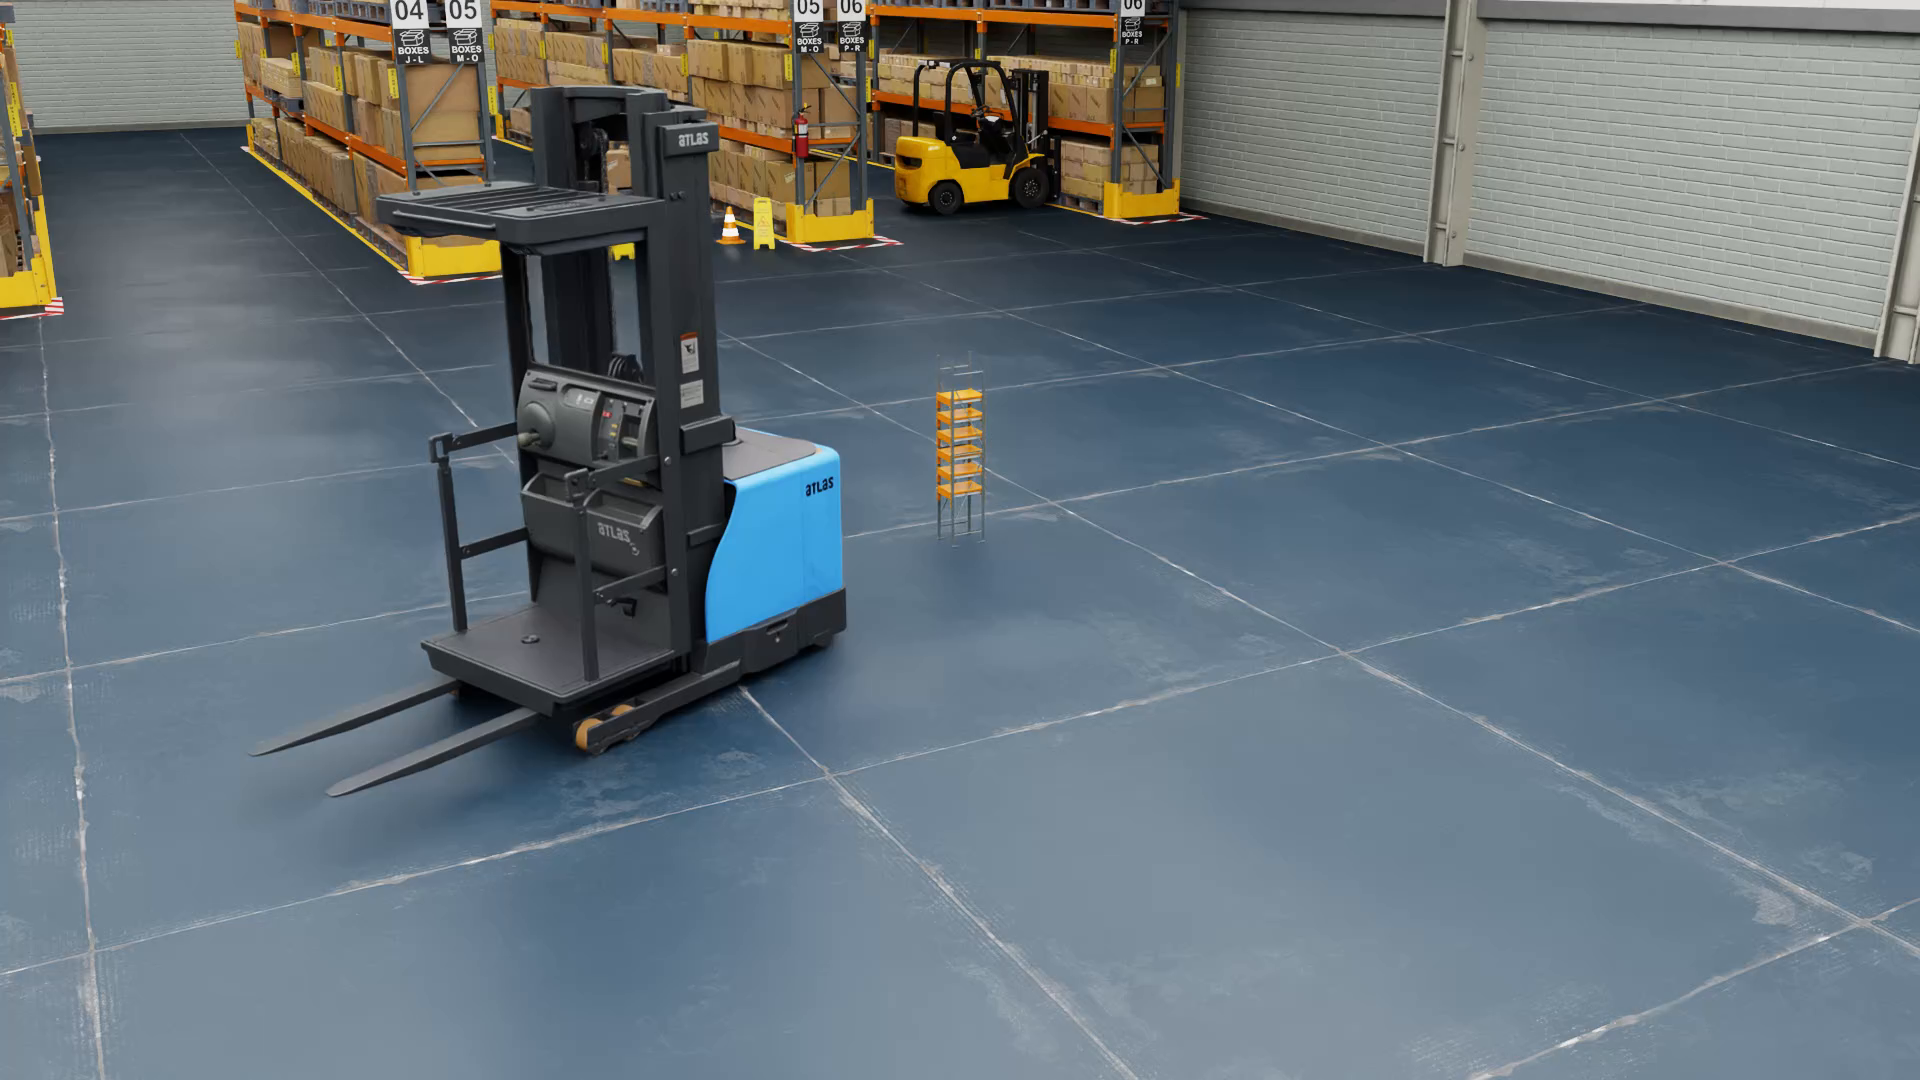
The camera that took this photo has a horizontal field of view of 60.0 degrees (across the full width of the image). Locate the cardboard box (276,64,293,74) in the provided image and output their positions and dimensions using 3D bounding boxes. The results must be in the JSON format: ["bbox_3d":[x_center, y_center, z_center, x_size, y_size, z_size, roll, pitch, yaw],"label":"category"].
[{"bbox_3d":[-10.928,-7.678,27.114,0.380,0.149,0.250,-10,21,-27],"label":"cardboard box"}]

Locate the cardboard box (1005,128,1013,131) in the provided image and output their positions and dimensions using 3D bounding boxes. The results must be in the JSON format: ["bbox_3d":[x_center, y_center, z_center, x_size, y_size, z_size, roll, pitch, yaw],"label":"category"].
[{"bbox_3d":[0.717,-6.555,27.068,0.500,0.250,0.500,-10,22,-27],"label":"cardboard box"}]

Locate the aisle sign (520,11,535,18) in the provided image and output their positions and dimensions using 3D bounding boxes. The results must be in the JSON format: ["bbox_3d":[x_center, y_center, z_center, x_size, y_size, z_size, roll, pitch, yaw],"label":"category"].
[{"bbox_3d":[-9.062,-11.344,34.921,0.394,0.787,0.004,-10,21,-27],"label":"aisle sign"}]

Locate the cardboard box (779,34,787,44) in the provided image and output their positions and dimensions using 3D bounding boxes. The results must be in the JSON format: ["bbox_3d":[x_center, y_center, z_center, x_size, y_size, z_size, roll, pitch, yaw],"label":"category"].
[{"bbox_3d":[-3.508,-10.561,35.262,0.500,0.500,0.500,-11,22,-28],"label":"cardboard box"}]

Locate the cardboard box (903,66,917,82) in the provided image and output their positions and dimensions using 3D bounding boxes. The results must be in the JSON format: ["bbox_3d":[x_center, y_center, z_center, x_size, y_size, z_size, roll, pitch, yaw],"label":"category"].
[{"bbox_3d":[-0.671,-8.223,29.325,0.500,0.250,0.500,-11,22,-28],"label":"cardboard box"}]

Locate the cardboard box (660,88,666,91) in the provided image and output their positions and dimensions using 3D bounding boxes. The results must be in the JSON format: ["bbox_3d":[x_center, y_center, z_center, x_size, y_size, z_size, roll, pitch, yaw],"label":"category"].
[{"bbox_3d":[-4.478,-7.005,26.076,0.380,0.149,0.250,-10,21,-26],"label":"cardboard box"}]

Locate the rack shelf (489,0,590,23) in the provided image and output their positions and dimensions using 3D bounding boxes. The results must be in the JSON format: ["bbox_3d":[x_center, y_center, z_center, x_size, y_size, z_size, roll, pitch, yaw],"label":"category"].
[{"bbox_3d":[-8.351,-10.550,33.110,1.077,0.370,4.000,-10,21,-27],"label":"rack shelf"}]

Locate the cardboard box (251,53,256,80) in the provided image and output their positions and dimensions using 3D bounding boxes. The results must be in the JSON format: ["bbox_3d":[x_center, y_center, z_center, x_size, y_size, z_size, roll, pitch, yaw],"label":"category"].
[{"bbox_3d":[-12.894,-8.829,31.009,0.500,0.500,0.500,-11,22,-28],"label":"cardboard box"}]

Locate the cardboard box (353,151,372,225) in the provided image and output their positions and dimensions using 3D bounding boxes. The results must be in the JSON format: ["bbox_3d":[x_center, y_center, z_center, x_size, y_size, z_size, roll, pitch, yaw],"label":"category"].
[{"bbox_3d":[-7.674,-4.808,22.580,0.875,0.875,0.875,-10,21,-26],"label":"cardboard box"}]

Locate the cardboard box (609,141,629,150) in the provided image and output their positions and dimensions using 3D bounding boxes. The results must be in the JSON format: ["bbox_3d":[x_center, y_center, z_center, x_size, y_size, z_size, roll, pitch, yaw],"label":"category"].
[{"bbox_3d":[-5.757,-7.155,29.381,0.875,0.875,0.875,-10,22,-27],"label":"cardboard box"}]

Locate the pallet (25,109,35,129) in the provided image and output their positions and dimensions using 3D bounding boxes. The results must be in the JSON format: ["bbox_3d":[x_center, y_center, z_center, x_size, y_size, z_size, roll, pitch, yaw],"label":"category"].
[{"bbox_3d":[-13.792,-5.936,23.529,1.213,0.211,1.003,-10,21,-27],"label":"pallet"}]

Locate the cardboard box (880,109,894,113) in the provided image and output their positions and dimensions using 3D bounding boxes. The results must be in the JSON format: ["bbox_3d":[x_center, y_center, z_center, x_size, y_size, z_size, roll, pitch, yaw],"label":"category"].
[{"bbox_3d":[-1.400,-8.180,31.933,0.380,0.149,0.250,-10,21,-26],"label":"cardboard box"}]

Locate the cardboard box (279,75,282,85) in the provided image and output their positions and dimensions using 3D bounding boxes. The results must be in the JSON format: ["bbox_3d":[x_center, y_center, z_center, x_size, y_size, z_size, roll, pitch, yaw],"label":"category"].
[{"bbox_3d":[-10.820,-7.469,26.963,0.380,0.149,0.250,-10,21,-27],"label":"cardboard box"}]

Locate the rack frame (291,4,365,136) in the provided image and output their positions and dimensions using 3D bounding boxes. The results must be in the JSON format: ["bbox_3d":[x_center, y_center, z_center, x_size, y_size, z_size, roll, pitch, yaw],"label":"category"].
[{"bbox_3d":[-9.811,-6.954,26.185,1.000,3.000,0.127,-10,21,-27],"label":"rack frame"}]

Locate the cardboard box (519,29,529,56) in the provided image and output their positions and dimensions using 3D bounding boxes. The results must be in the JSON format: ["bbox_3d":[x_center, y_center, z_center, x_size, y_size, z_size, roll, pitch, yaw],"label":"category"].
[{"bbox_3d":[-8.353,-9.802,32.753,0.500,0.500,0.500,-10,21,-26],"label":"cardboard box"}]

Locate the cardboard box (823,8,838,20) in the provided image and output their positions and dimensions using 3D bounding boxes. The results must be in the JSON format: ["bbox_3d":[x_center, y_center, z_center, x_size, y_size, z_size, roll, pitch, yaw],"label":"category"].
[{"bbox_3d":[-1.575,-6.898,21.809,0.380,0.149,0.250,-10,21,-27],"label":"cardboard box"}]

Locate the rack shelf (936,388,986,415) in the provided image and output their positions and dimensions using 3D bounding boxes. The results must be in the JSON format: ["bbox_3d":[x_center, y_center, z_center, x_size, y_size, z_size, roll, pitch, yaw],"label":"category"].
[{"bbox_3d":[0.007,-0.861,10.321,0.258,0.103,0.180,-10,21,-27],"label":"rack shelf"}]

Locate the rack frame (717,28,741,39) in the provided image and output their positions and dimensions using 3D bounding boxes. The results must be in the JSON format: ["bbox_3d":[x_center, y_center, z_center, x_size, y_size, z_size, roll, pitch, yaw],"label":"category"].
[{"bbox_3d":[-4.935,-10.816,37.377,1.000,3.000,0.127,-10,21,-27],"label":"rack frame"}]

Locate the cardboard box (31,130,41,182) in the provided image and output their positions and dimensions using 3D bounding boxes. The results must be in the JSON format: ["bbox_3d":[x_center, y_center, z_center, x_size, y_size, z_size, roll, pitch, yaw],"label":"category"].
[{"bbox_3d":[-15.377,-6.120,26.382,1.225,0.875,0.875,-11,22,-29],"label":"cardboard box"}]

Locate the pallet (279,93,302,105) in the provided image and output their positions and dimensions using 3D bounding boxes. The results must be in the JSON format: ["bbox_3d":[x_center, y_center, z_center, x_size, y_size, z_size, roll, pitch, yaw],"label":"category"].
[{"bbox_3d":[-10.787,-7.425,27.844,1.003,0.211,1.213,-10,21,-27],"label":"pallet"}]

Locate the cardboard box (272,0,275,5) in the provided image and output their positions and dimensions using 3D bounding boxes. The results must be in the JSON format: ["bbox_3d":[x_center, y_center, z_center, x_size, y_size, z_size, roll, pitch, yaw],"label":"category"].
[{"bbox_3d":[-12.181,-9.548,29.335,0.500,0.250,0.500,-9,21,-25],"label":"cardboard box"}]

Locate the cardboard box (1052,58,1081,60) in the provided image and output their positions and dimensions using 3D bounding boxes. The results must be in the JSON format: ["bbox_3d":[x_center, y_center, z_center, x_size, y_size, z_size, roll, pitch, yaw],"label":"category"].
[{"bbox_3d":[1.681,-7.529,26.247,0.380,0.149,0.250,-10,22,-28],"label":"cardboard box"}]

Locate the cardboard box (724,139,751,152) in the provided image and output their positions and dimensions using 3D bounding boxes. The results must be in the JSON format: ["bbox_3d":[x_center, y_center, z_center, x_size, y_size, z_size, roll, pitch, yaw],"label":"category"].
[{"bbox_3d":[-3.178,-5.681,23.923,0.380,0.149,0.250,-9,21,-24],"label":"cardboard box"}]

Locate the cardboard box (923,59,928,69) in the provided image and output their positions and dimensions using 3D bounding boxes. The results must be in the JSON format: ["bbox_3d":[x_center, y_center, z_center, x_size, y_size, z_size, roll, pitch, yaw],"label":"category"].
[{"bbox_3d":[-0.421,-8.215,28.692,0.380,0.149,0.250,-11,22,-28],"label":"cardboard box"}]

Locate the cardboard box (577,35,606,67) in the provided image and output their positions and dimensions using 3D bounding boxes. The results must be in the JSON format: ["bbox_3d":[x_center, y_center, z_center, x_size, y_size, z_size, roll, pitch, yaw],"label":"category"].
[{"bbox_3d":[-6.459,-8.667,29.463,0.500,0.500,0.500,-10,21,-27],"label":"cardboard box"}]

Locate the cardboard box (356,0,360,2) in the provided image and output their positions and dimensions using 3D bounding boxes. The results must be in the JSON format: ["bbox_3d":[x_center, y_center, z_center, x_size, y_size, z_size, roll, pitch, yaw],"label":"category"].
[{"bbox_3d":[-7.192,-6.683,20.390,0.380,0.149,0.250,-10,21,-26],"label":"cardboard box"}]

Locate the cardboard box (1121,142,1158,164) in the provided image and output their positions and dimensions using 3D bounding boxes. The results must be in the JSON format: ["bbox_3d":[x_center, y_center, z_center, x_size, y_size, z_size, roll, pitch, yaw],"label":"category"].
[{"bbox_3d":[2.602,-5.761,24.768,0.500,0.250,0.500,-10,22,-27],"label":"cardboard box"}]

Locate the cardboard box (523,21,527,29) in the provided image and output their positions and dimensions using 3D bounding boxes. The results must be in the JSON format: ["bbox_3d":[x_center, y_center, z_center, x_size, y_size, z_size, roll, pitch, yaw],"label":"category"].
[{"bbox_3d":[-8.379,-10.140,32.738,0.380,0.149,0.250,-10,22,-28],"label":"cardboard box"}]

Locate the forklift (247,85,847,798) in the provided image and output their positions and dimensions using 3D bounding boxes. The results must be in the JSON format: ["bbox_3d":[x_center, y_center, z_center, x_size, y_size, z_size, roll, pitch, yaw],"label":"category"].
[{"bbox_3d":[-1.921,-0.569,7.787,1.130,2.935,3.031,14,24,36],"label":"forklift"}]

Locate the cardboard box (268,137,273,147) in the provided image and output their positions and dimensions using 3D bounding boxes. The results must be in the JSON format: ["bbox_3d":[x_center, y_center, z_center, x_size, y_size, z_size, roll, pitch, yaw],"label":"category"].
[{"bbox_3d":[-12.422,-7.285,30.414,0.380,0.149,0.250,-11,22,-29],"label":"cardboard box"}]

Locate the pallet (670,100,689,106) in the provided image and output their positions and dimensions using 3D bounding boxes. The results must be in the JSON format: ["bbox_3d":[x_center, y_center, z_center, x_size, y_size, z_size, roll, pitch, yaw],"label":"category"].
[{"bbox_3d":[-3.838,-6.752,25.895,1.003,0.211,1.213,-10,21,-27],"label":"pallet"}]

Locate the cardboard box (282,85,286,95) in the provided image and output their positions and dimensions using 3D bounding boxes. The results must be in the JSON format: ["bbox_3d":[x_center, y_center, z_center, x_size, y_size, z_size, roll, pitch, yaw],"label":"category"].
[{"bbox_3d":[-10.688,-7.249,26.782,0.380,0.149,0.250,-10,21,-26],"label":"cardboard box"}]

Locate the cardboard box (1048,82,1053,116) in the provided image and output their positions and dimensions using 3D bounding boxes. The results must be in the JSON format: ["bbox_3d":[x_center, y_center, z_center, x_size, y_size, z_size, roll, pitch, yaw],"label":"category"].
[{"bbox_3d":[1.468,-6.811,25.617,0.500,0.500,0.500,-10,21,-26],"label":"cardboard box"}]

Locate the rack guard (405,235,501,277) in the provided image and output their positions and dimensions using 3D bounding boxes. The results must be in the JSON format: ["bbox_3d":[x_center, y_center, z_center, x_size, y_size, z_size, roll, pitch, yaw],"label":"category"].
[{"bbox_3d":[-6.000,-3.469,19.917,1.175,0.500,0.348,-10,21,-27],"label":"rack guard"}]

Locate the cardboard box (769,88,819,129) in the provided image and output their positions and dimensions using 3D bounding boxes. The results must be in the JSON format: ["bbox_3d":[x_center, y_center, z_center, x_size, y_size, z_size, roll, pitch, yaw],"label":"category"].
[{"bbox_3d":[-2.204,-5.754,22.098,0.500,0.500,0.500,-10,22,-28],"label":"cardboard box"}]

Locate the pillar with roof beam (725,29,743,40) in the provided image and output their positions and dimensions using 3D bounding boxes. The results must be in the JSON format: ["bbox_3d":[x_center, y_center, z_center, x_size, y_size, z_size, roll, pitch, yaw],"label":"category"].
[{"bbox_3d":[-9.210,-13.899,37.114,9.100,9.000,0.400,-10,21,-27],"label":"pillar with roof beam"}]

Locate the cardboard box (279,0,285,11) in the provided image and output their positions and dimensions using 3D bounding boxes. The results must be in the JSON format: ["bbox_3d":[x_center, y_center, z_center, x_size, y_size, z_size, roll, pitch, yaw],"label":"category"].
[{"bbox_3d":[-10.554,-8.685,26.450,0.500,0.500,0.500,-10,21,-27],"label":"cardboard box"}]

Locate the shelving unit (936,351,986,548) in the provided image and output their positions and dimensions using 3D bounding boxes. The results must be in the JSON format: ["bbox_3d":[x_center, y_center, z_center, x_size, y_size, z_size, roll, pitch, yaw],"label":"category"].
[{"bbox_3d":[0.007,-0.563,10.424,0.258,1.200,0.189,-10,21,-27],"label":"shelving unit"}]

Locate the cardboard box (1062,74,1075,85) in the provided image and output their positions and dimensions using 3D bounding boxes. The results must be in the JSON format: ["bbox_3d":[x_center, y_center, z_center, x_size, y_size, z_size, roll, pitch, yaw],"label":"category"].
[{"bbox_3d":[1.759,-6.928,24.962,0.380,0.149,0.250,-11,22,-28],"label":"cardboard box"}]

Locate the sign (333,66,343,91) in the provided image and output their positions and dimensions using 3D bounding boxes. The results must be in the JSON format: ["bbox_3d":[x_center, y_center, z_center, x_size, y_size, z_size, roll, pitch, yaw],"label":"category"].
[{"bbox_3d":[-8.384,-6.228,22.429,0.100,0.325,0.005,-10,21,-27],"label":"sign"}]

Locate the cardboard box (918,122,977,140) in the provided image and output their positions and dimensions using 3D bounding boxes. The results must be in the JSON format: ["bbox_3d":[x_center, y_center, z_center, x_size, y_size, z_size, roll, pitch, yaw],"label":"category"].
[{"bbox_3d":[-0.214,-7.035,29.416,0.875,0.625,0.625,-11,22,-29],"label":"cardboard box"}]

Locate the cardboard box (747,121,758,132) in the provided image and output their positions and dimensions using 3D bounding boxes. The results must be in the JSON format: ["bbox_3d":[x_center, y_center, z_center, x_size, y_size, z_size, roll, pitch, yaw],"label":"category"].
[{"bbox_3d":[-2.738,-5.765,23.124,0.380,0.149,0.250,-10,22,-27],"label":"cardboard box"}]

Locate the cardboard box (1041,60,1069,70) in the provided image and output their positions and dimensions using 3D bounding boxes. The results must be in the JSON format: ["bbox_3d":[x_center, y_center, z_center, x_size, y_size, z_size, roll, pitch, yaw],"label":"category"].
[{"bbox_3d":[1.470,-7.302,25.590,0.380,0.149,0.250,-10,21,-26],"label":"cardboard box"}]

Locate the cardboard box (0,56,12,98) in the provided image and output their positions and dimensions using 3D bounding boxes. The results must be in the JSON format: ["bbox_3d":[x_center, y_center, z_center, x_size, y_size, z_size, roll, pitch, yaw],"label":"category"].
[{"bbox_3d":[-11.630,-5.497,19.820,0.500,0.500,0.500,-10,21,-27],"label":"cardboard box"}]

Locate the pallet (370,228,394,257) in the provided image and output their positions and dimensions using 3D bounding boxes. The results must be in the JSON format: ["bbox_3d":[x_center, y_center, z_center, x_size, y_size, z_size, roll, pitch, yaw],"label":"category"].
[{"bbox_3d":[-7.036,-3.906,21.628,1.003,0.211,1.213,-10,21,-27],"label":"pallet"}]

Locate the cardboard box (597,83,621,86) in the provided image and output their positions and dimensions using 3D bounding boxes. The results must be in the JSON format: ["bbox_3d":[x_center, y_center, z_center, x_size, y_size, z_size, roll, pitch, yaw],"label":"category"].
[{"bbox_3d":[-5.971,-7.783,28.819,0.500,0.250,0.500,-11,22,-29],"label":"cardboard box"}]

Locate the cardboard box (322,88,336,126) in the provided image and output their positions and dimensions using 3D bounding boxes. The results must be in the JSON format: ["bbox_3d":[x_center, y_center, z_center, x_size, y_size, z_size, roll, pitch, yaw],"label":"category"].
[{"bbox_3d":[-8.874,-6.251,23.996,0.500,0.500,0.500,-10,21,-26],"label":"cardboard box"}]

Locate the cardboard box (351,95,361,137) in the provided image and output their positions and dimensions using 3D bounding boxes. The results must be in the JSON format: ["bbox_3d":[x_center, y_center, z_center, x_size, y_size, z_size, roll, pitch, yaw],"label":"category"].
[{"bbox_3d":[-7.725,-5.772,22.531,0.875,0.550,0.550,-10,21,-27],"label":"cardboard box"}]

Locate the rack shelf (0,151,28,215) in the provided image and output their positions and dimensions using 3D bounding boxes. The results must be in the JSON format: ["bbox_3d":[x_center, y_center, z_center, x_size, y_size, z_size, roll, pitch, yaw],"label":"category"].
[{"bbox_3d":[-11.375,-4.152,19.168,1.077,0.370,4.000,-10,21,-27],"label":"rack shelf"}]

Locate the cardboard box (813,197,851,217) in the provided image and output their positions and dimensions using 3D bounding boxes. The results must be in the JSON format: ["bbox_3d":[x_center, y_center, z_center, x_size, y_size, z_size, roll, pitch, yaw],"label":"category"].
[{"bbox_3d":[-1.843,-4.626,23.011,0.500,0.250,0.500,-10,21,-27],"label":"cardboard box"}]

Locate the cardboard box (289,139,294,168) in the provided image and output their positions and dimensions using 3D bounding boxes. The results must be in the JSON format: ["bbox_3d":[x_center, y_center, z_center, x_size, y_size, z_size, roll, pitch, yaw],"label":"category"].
[{"bbox_3d":[-11.079,-6.566,28.249,0.500,0.500,0.500,-10,21,-26],"label":"cardboard box"}]

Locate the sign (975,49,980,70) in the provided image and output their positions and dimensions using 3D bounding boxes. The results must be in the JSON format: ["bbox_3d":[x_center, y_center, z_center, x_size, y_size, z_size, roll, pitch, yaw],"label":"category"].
[{"bbox_3d":[0.291,-7.794,26.967,0.100,0.325,0.005,-10,21,-27],"label":"sign"}]

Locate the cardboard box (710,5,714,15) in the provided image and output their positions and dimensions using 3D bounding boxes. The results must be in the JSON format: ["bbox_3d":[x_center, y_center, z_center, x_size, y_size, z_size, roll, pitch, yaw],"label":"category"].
[{"bbox_3d":[-3.381,-7.635,23.946,0.380,0.149,0.250,-10,21,-27],"label":"cardboard box"}]
